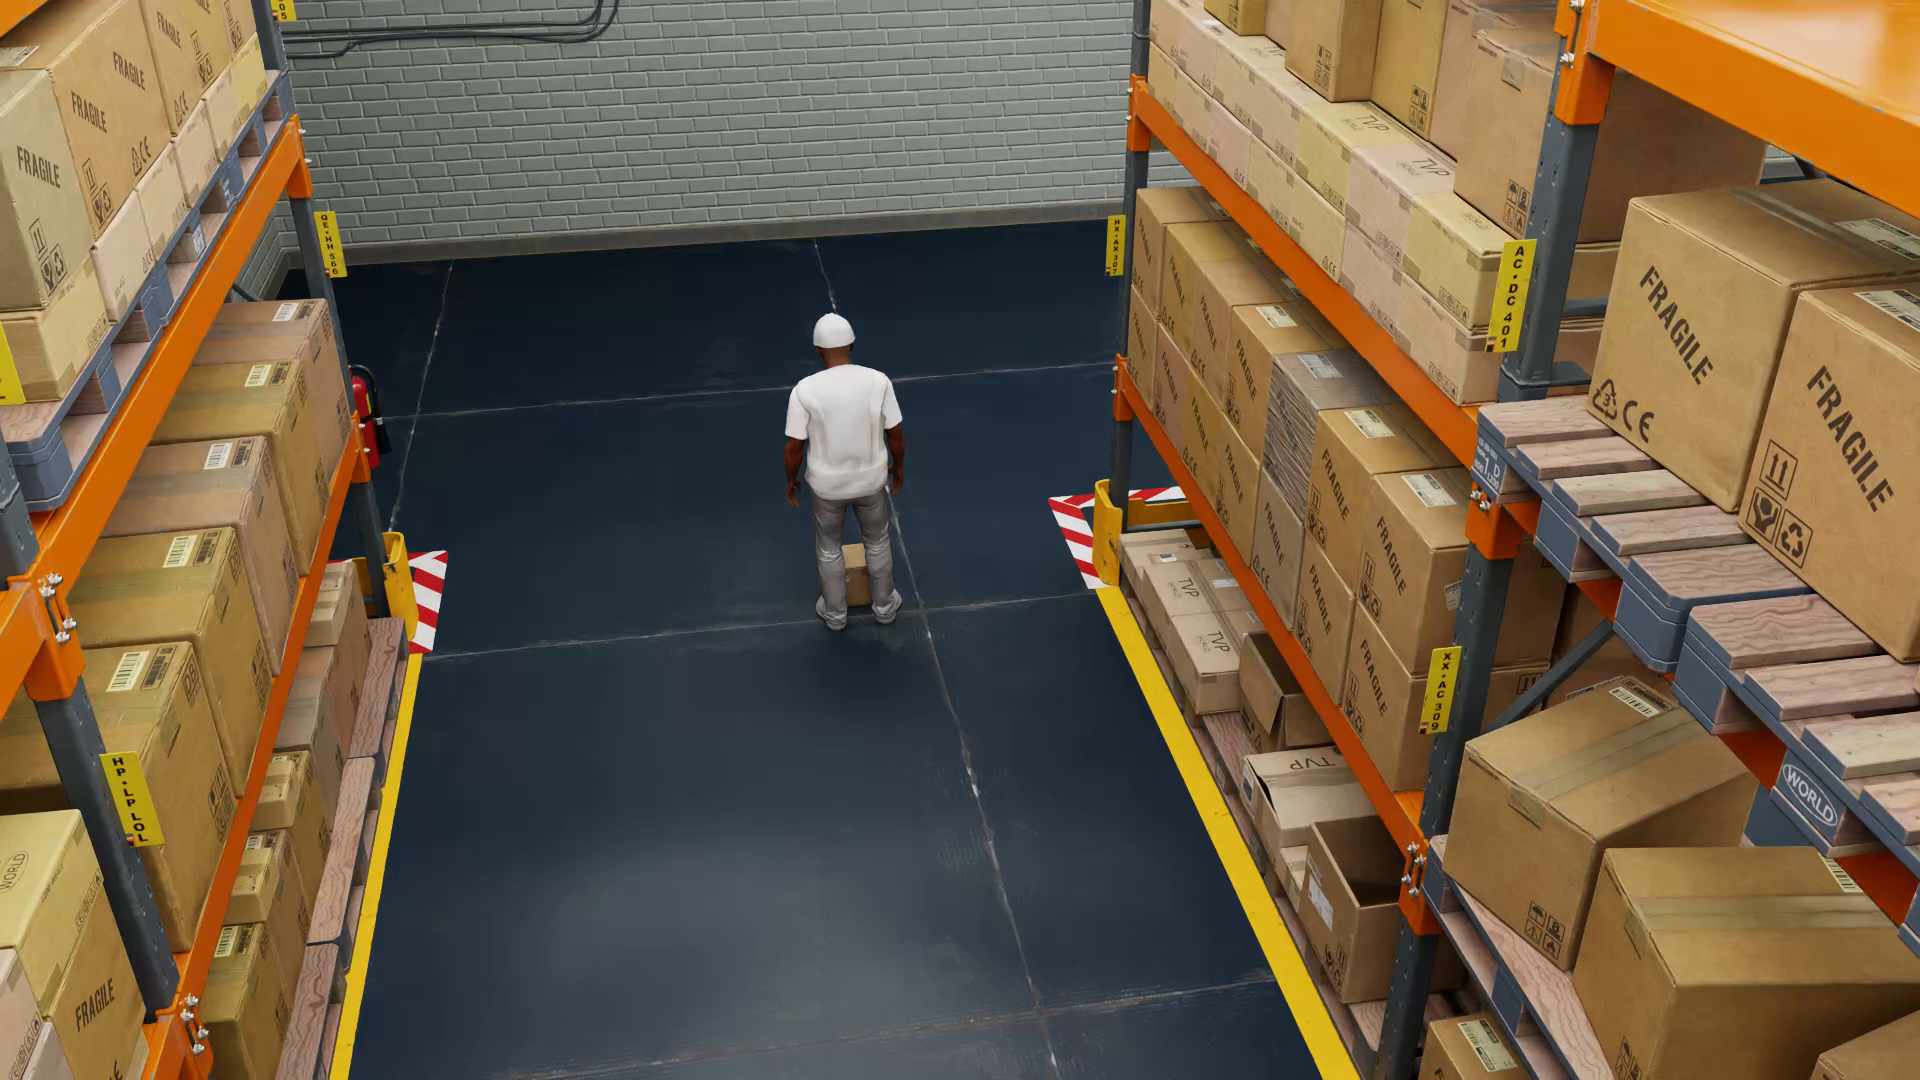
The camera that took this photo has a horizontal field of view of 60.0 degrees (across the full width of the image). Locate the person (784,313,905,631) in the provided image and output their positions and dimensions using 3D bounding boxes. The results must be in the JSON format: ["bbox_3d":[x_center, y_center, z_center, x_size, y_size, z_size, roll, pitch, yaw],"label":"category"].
[{"bbox_3d":[-0.598,-0.338,8.692,0.636,1.761,0.454,-7,31,-11],"label":"person"}]
